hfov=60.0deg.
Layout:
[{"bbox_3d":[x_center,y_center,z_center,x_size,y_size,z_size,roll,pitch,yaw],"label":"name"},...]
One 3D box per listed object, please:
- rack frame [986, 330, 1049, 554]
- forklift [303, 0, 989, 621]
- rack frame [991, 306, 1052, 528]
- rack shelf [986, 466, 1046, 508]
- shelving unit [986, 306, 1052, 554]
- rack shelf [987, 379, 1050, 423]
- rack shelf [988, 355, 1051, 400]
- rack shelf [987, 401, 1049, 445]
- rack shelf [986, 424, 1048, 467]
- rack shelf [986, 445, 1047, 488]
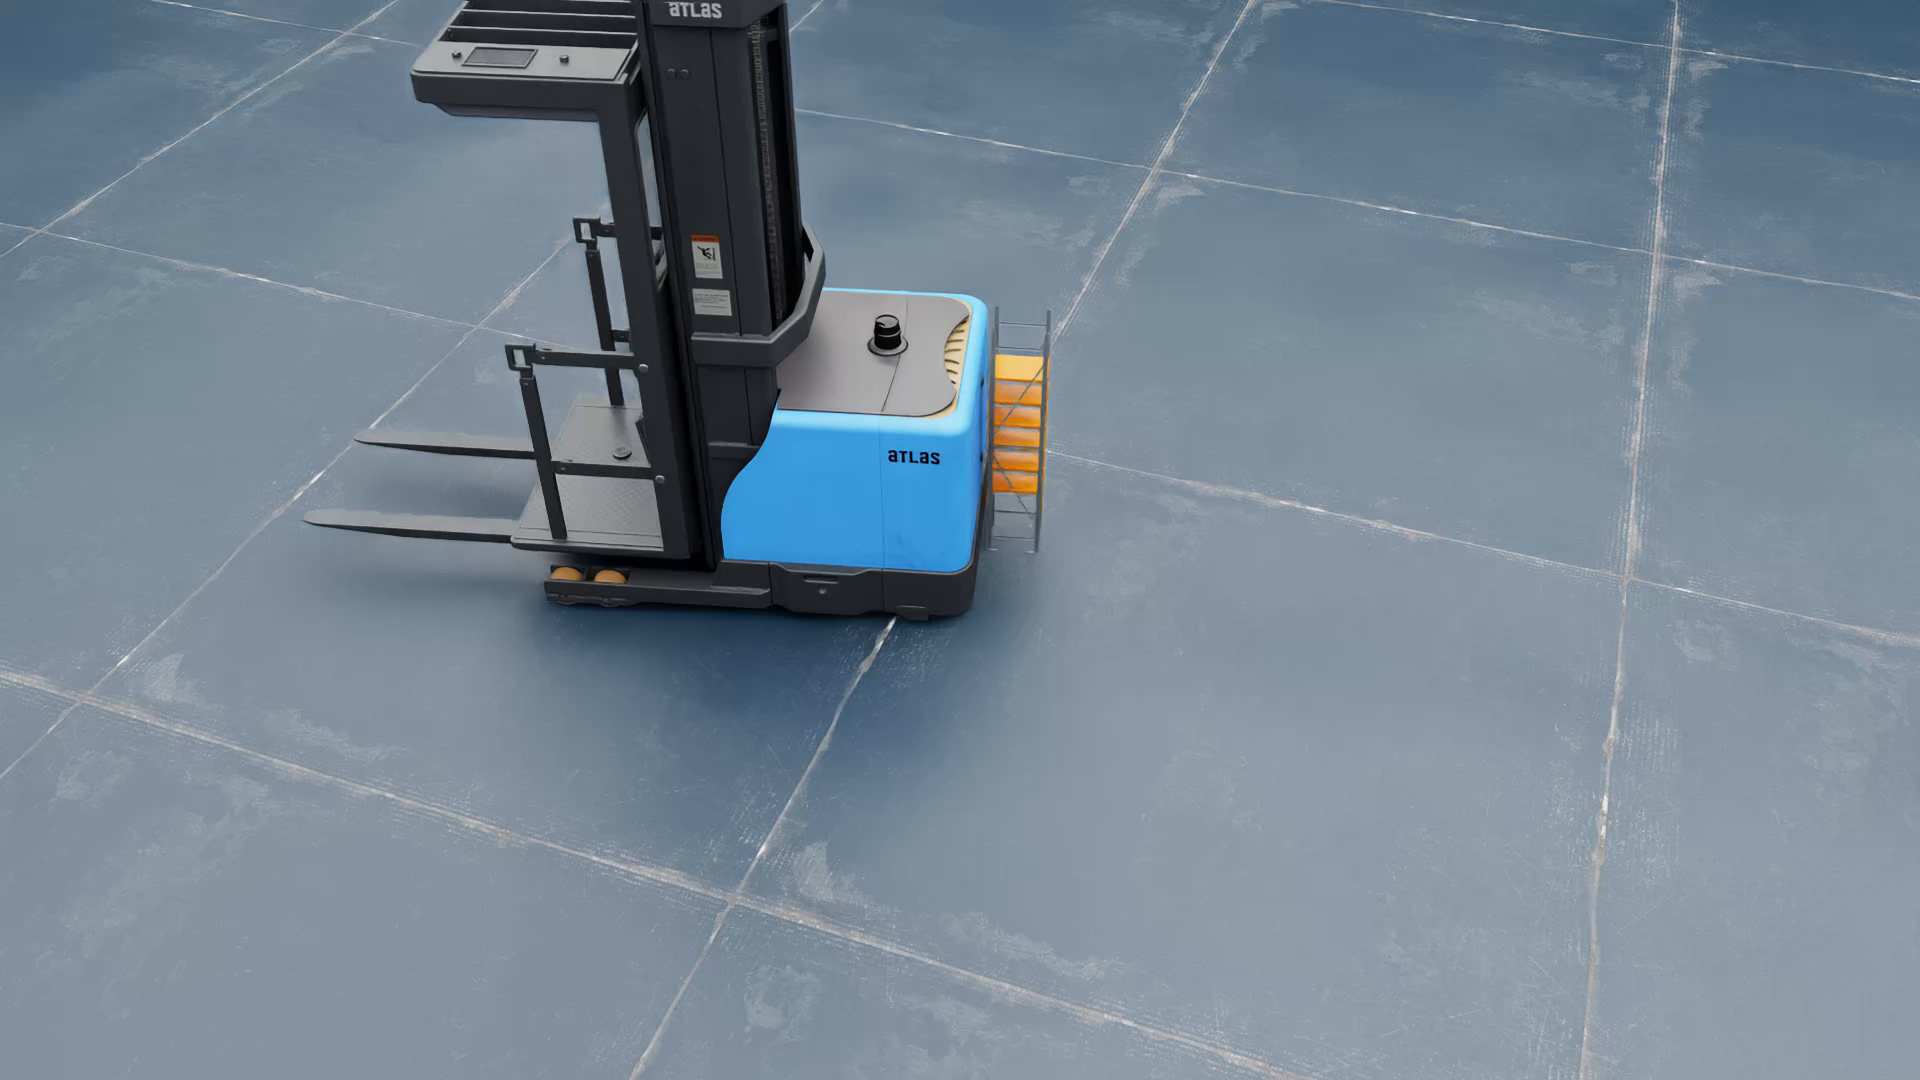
[{"bbox_3d":[0.245,-0.402,7.249,0.240,1.200,0.006,4,41,4],"label":"rack frame"},{"bbox_3d":[-1.413,-1.156,6.801,3.031,2.935,1.130,3,41,4],"label":"forklift"},{"bbox_3d":[0.262,-0.521,7.388,0.240,1.200,0.006,4,41,4],"label":"rack frame"},{"bbox_3d":[0.252,-0.245,7.503,0.258,0.103,0.180,4,41,4],"label":"rack shelf"},{"bbox_3d":[0.254,-0.461,7.319,0.258,1.200,0.189,4,41,4],"label":"shelving unit"},{"bbox_3d":[0.255,-0.610,7.191,0.258,0.103,0.180,4,41,4],"label":"rack shelf"},{"bbox_3d":[0.256,-0.701,7.114,0.258,0.103,0.180,4,41,4],"label":"rack shelf"},{"bbox_3d":[0.254,-0.519,7.269,0.258,0.103,0.180,4,41,4],"label":"rack shelf"},{"bbox_3d":[0.253,-0.428,7.347,0.258,0.103,0.180,4,41,4],"label":"rack shelf"},{"bbox_3d":[0.252,-0.336,7.425,0.258,0.103,0.180,4,41,4],"label":"rack shelf"}]
